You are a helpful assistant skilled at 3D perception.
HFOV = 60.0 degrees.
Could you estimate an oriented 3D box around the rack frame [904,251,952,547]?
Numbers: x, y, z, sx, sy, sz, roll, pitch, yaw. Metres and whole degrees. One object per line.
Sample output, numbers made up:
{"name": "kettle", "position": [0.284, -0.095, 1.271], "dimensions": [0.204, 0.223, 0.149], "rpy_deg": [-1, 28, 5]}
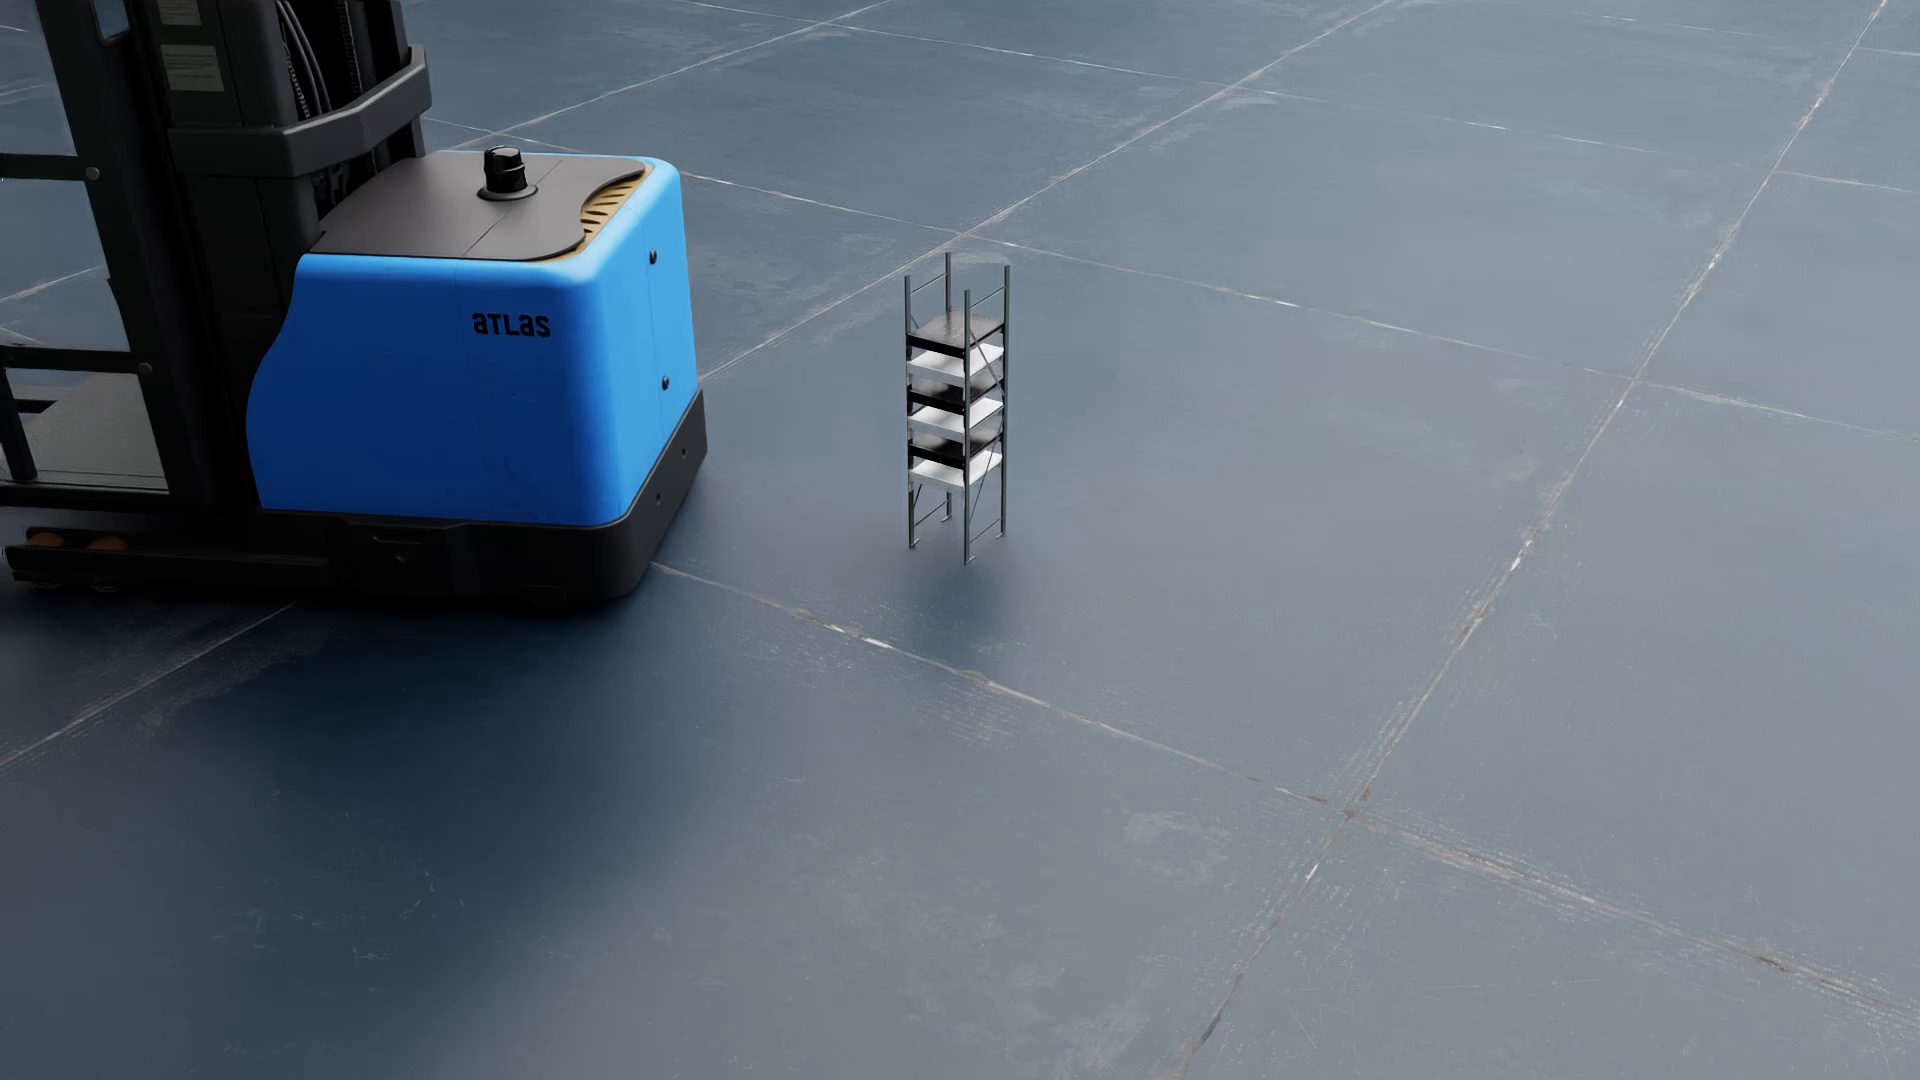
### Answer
{"name": "rack frame", "position": [-0.093, -0.418, 5.074], "dimensions": [0.006, 0.900, 0.240], "rpy_deg": [18, 35, 27]}

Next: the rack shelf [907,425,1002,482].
{"name": "rack shelf", "position": [-0.007, -0.284, 5.089], "dimensions": [0.200, 0.077, 0.258], "rpy_deg": [18, 35, 27]}

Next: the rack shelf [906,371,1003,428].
{"name": "rack shelf", "position": [-0.007, -0.440, 4.998], "dimensions": [0.200, 0.077, 0.258], "rpy_deg": [18, 35, 27]}

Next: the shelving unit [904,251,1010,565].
{"name": "shelving unit", "position": [-0.007, -0.391, 5.027], "dimensions": [0.210, 0.900, 0.258], "rpy_deg": [18, 35, 27]}

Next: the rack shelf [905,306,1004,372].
{"name": "rack shelf", "position": [-0.007, -0.595, 4.908], "dimensions": [0.200, 0.077, 0.258], "rpy_deg": [18, 35, 27]}

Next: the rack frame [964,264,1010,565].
{"name": "rack frame", "position": [0.079, -0.364, 4.980], "dimensions": [0.006, 0.900, 0.240], "rpy_deg": [18, 35, 27]}

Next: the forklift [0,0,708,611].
{"name": "forklift", "position": [-2.405, -1.369, 4.689], "dimensions": [3.031, 2.935, 1.130], "rpy_deg": [3, 30, 5]}

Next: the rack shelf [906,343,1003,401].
{"name": "rack shelf", "position": [-0.007, -0.518, 4.953], "dimensions": [0.200, 0.077, 0.258], "rpy_deg": [18, 35, 27]}

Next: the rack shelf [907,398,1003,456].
{"name": "rack shelf", "position": [-0.007, -0.362, 5.044], "dimensions": [0.200, 0.077, 0.258], "rpy_deg": [18, 35, 27]}

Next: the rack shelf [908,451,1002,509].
{"name": "rack shelf", "position": [-0.007, -0.207, 5.134], "dimensions": [0.200, 0.077, 0.258], "rpy_deg": [18, 35, 27]}
